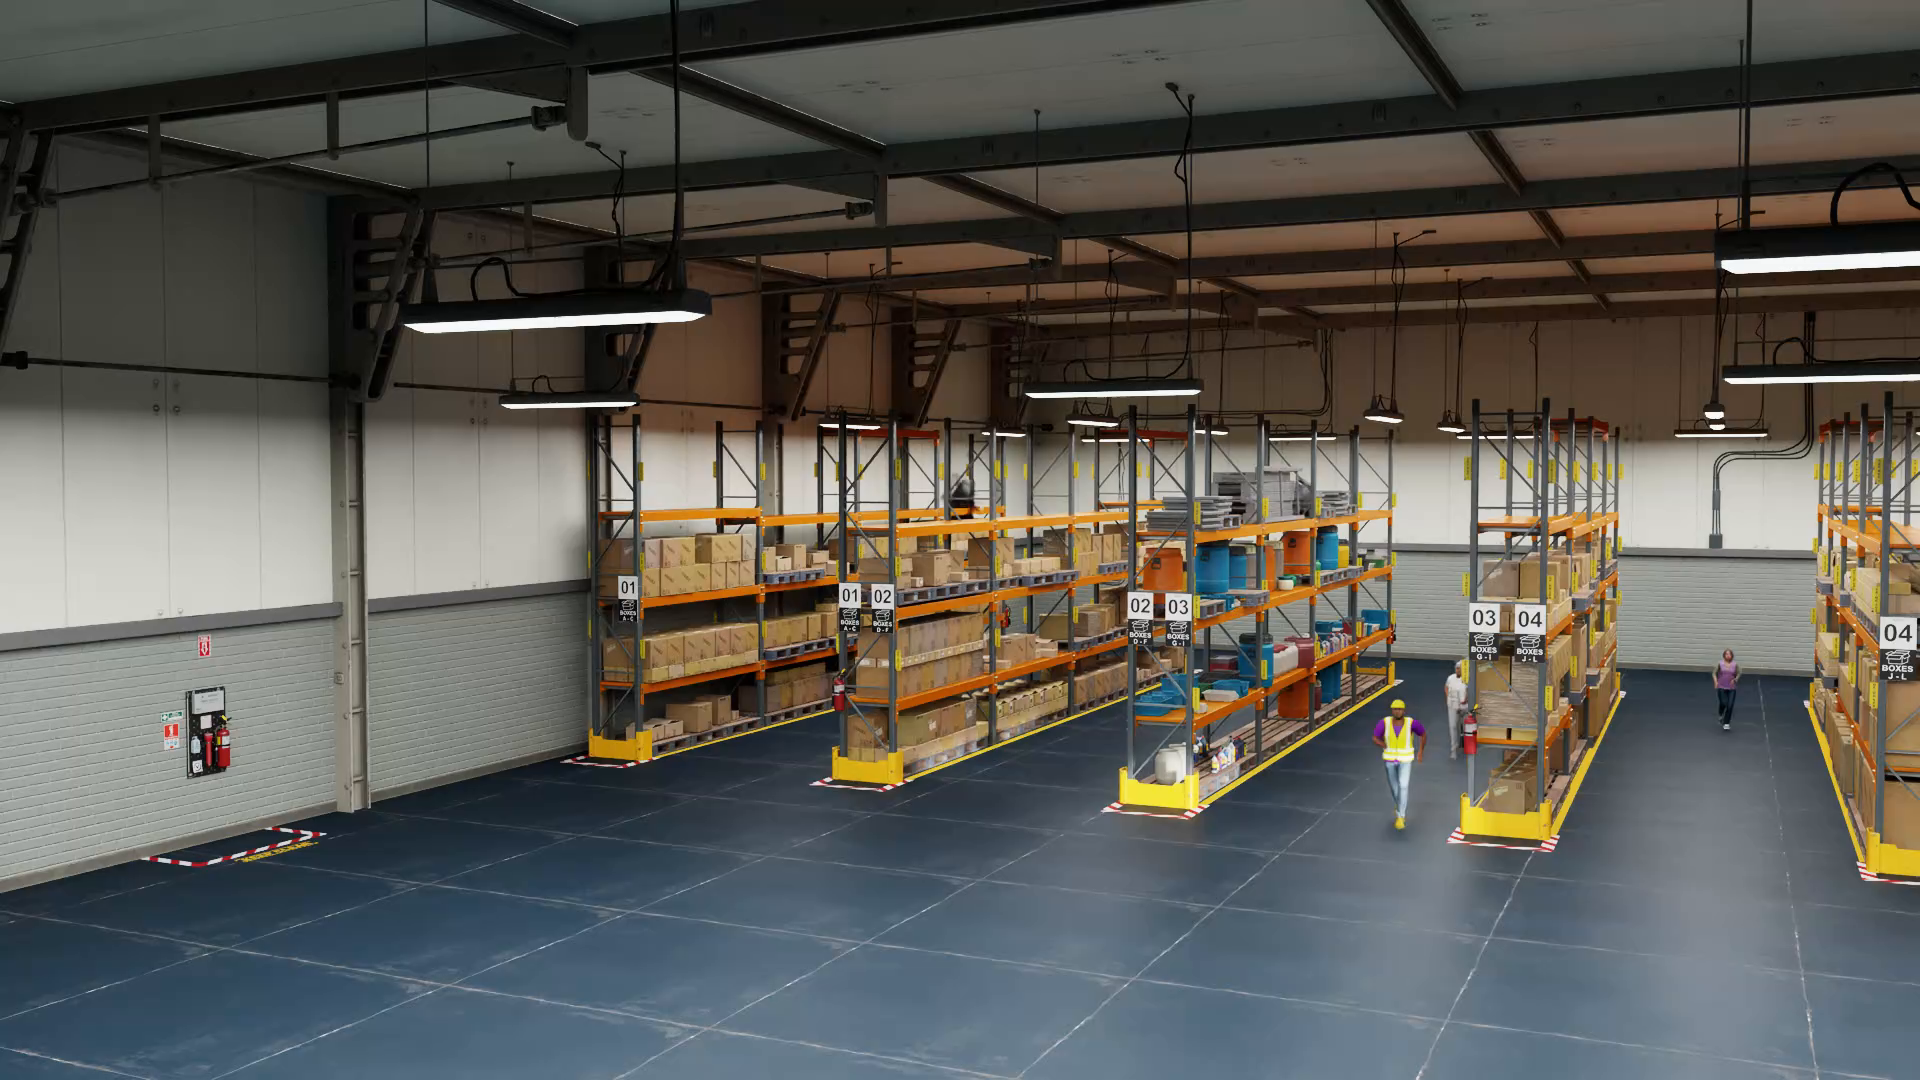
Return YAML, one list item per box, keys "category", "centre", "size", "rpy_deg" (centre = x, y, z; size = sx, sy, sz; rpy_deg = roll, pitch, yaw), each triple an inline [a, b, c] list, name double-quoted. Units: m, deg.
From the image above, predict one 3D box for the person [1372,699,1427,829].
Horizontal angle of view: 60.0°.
- category: "person"
  centre: [6.246, 3.150, 23.708]
  size: [0.731, 1.779, 0.942]
  rpy_deg: [1, 3, 24]

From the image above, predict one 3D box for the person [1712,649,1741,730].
- category: "person"
  centre: [14.863, 2.897, 32.240]
  size: [0.503, 1.559, 0.490]
  rpy_deg: [1, 2, 19]

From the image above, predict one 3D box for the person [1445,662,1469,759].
- category: "person"
  centre: [8.866, 2.986, 29.414]
  size: [0.577, 1.673, 1.084]
  rpy_deg: [1, 2, 18]
